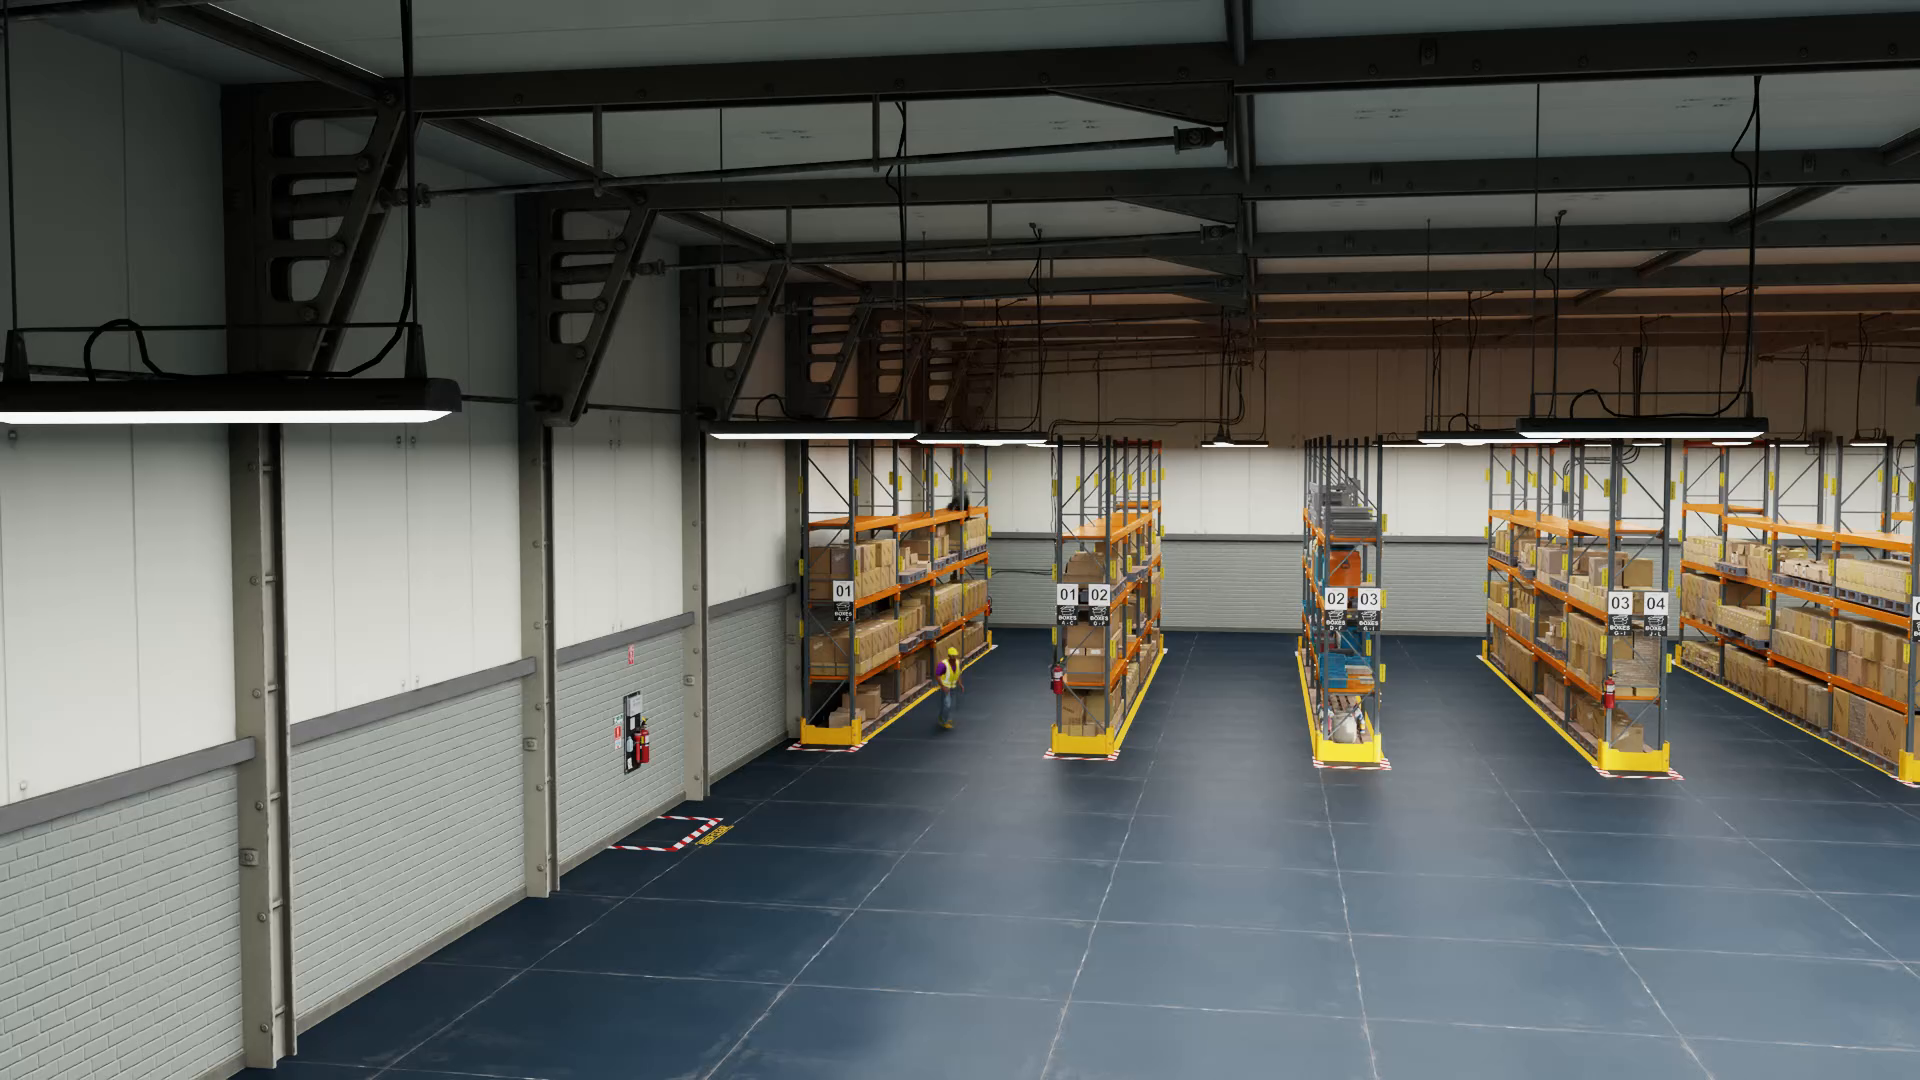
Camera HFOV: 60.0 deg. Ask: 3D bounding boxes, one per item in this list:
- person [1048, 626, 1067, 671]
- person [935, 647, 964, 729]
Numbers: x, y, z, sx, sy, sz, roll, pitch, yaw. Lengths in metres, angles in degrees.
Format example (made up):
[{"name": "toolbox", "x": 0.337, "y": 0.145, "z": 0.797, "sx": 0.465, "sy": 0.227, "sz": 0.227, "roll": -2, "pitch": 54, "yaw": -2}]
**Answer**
[{"name": "person", "x": 2.721, "y": 2.546, "z": 43.203, "sx": 0.455, "sy": 1.711, "sz": 1.000, "roll": -3, "pitch": 4, "yaw": -41}, {"name": "person", "x": -0.284, "y": 3.034, "z": 34.222, "sx": 0.668, "sy": 1.697, "sz": 0.825, "roll": -3, "pitch": 4, "yaw": -41}]
